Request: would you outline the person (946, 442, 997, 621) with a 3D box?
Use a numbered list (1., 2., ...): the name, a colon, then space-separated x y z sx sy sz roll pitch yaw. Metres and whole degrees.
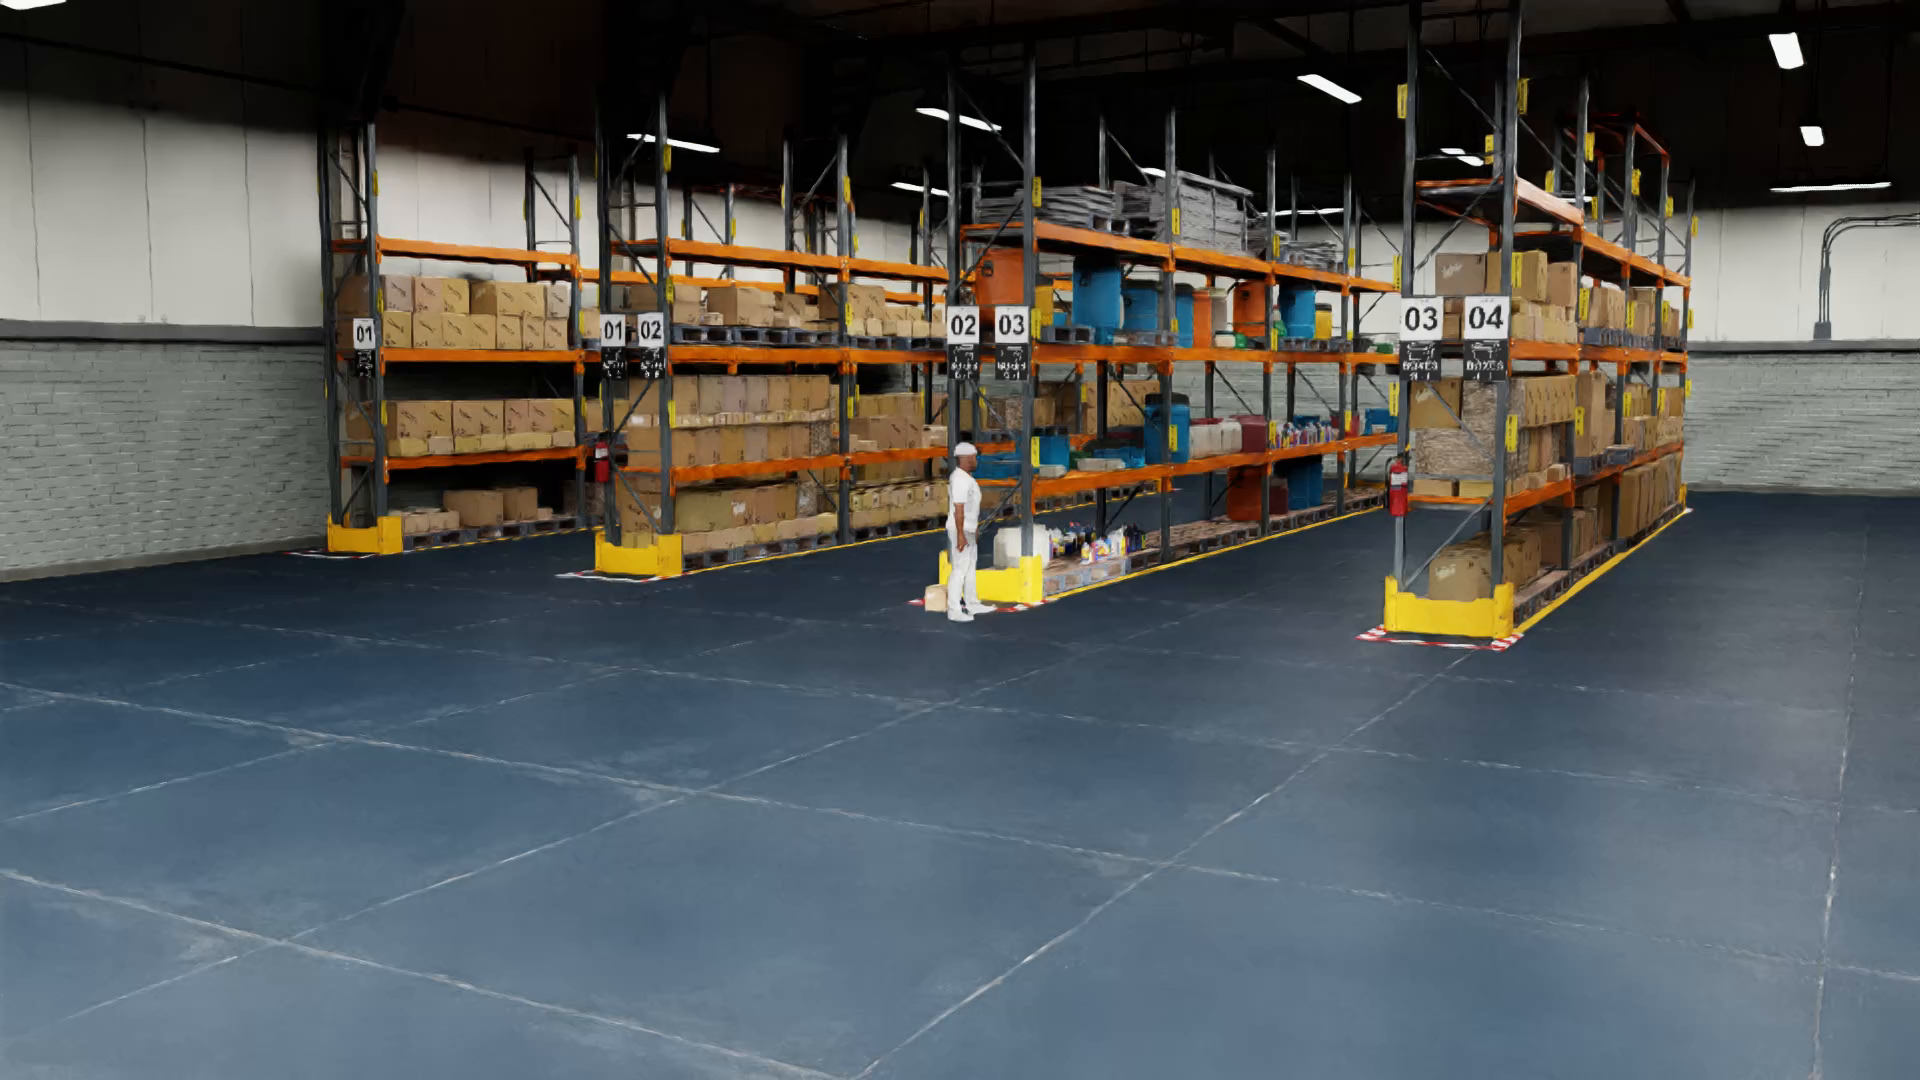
1. person: 0.114 -0.095 16.711 0.521 1.768 0.649 0 6 2
